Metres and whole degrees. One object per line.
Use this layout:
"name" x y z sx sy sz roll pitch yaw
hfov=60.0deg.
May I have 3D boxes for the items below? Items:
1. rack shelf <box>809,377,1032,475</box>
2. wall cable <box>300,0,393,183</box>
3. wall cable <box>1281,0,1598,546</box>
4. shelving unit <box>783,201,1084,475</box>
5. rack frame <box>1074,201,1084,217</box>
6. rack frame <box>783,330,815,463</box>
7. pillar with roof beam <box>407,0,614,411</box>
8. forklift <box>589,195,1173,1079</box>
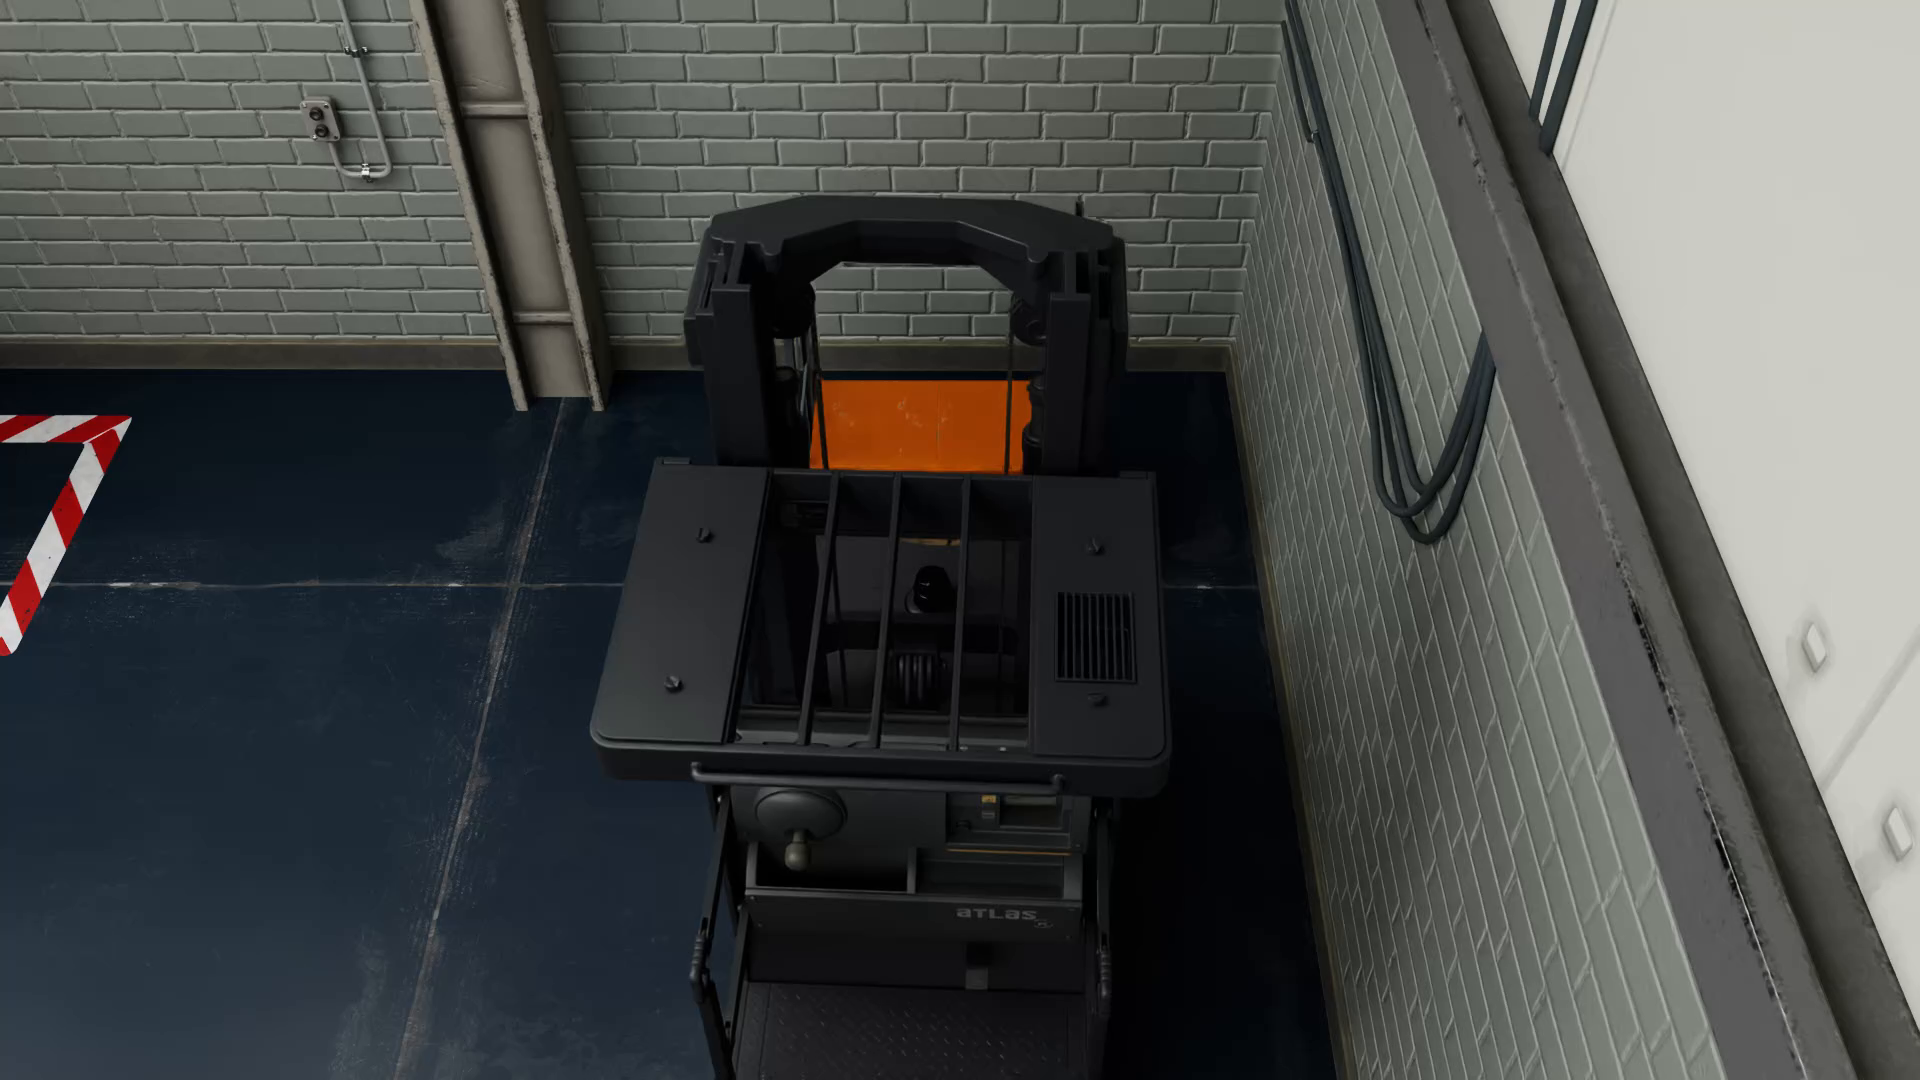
"rack shelf" -0.085 -0.389 6.414 1.000 0.185 0.538 0 47 0
"wall cable" -3.189 -2.117 6.058 1.851 1.984 0.084 0 47 0
"wall cable" 1.182 -1.791 4.472 0.112 2.526 3.097 0 47 0
"shelving unit" -0.076 -0.511 6.282 1.083 1.500 0.587 0 47 0
"rack frame" 0.423 -0.510 6.281 0.032 1.500 0.500 0 47 0
"rack frame" -0.594 -0.513 6.283 0.032 1.500 0.500 0 47 0
"pillar with roof beam" -1.785 -0.601 1.242 0.400 9.000 9.100 0 47 0
"forklift" -0.132 0.760 4.121 1.130 2.935 3.031 2 47 2
